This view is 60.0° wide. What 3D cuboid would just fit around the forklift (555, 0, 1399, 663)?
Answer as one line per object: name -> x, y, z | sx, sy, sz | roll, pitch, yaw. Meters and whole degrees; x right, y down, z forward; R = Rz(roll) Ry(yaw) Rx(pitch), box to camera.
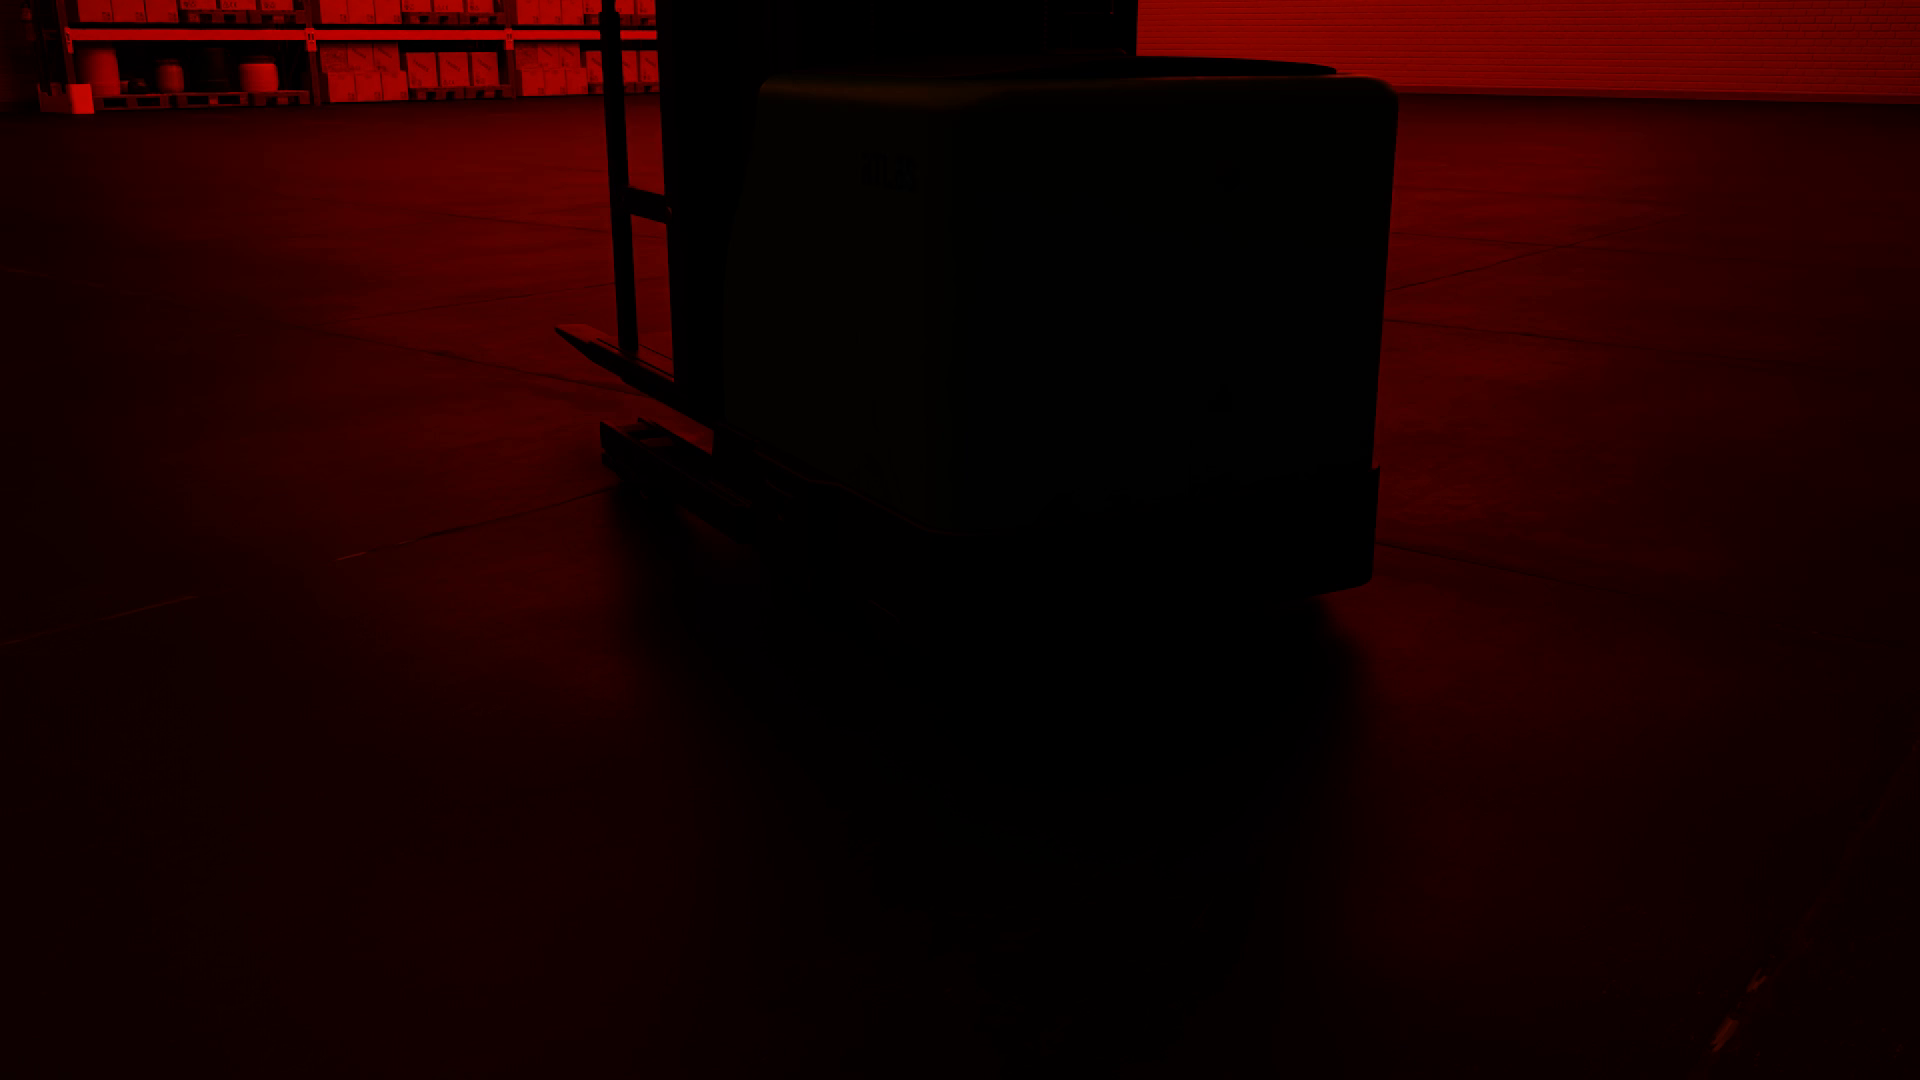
forklift -> -0.305, -1.561, 4.037 | 1.130, 2.935, 3.031 | -9, 19, -28
